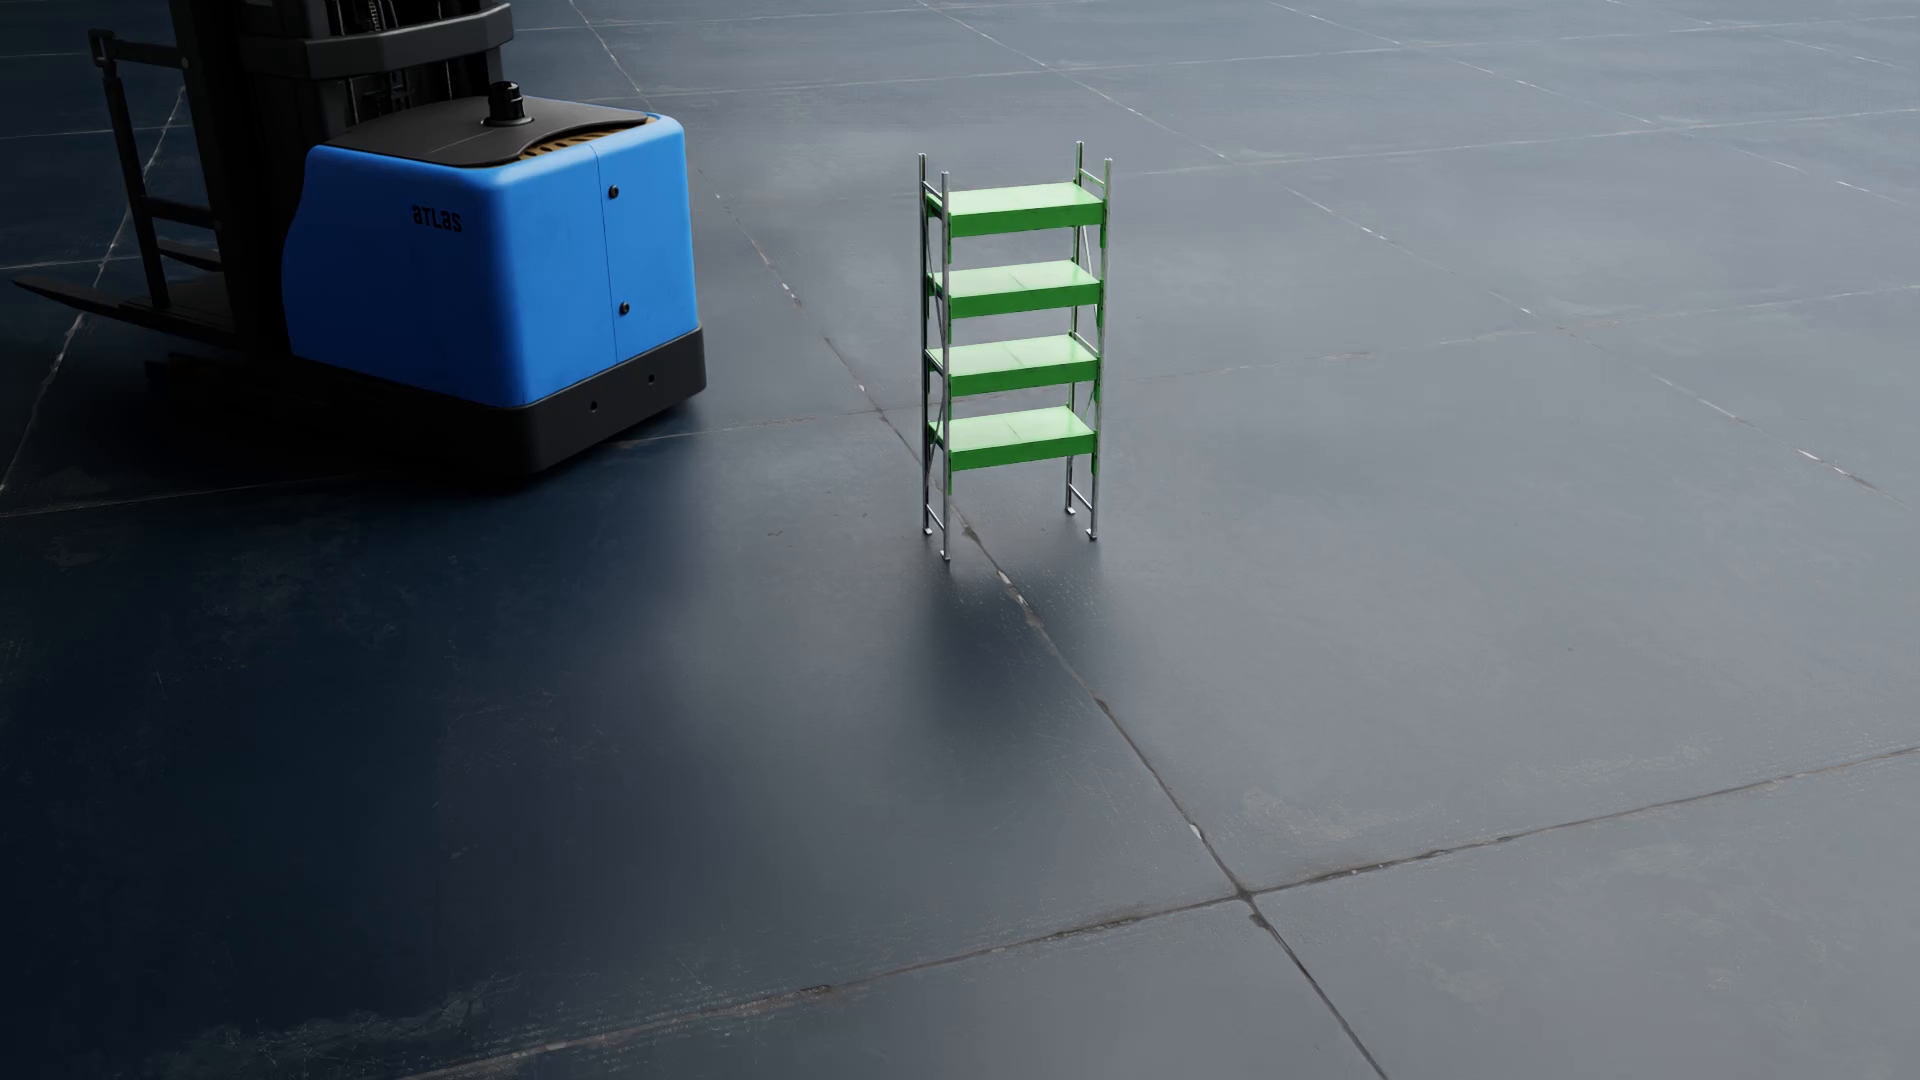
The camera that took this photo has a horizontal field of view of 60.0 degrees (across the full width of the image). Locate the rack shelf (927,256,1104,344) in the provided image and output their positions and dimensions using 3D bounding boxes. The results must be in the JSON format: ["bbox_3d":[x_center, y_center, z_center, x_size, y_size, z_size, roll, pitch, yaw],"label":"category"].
[{"bbox_3d":[0.157,-0.718,4.951,0.480,0.148,0.258,-8,28,-16],"label":"rack shelf"}]

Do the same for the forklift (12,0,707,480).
[{"bbox_3d":[-2.484,-1.983,5.949,3.031,2.935,1.130,15,30,27],"label":"forklift"}]

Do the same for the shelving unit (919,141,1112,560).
[{"bbox_3d":[0.157,-0.560,5.029,0.503,1.200,0.258,-8,28,-16],"label":"shelving unit"}]

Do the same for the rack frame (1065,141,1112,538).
[{"bbox_3d":[0.389,-0.594,5.097,0.015,1.200,0.240,-8,28,-16],"label":"rack frame"}]

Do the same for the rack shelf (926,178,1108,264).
[{"bbox_3d":[0.157,-0.933,4.844,0.480,0.148,0.258,-8,28,-16],"label":"rack shelf"}]

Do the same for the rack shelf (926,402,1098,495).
[{"bbox_3d":[0.157,-0.288,5.164,0.480,0.148,0.258,-8,28,-16],"label":"rack shelf"}]

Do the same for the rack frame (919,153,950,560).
[{"bbox_3d":[-0.075,-0.527,4.961,0.015,1.200,0.240,-8,28,-16],"label":"rack frame"}]

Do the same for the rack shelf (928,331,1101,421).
[{"bbox_3d":[0.157,-0.503,5.058,0.480,0.148,0.258,-8,28,-16],"label":"rack shelf"}]
